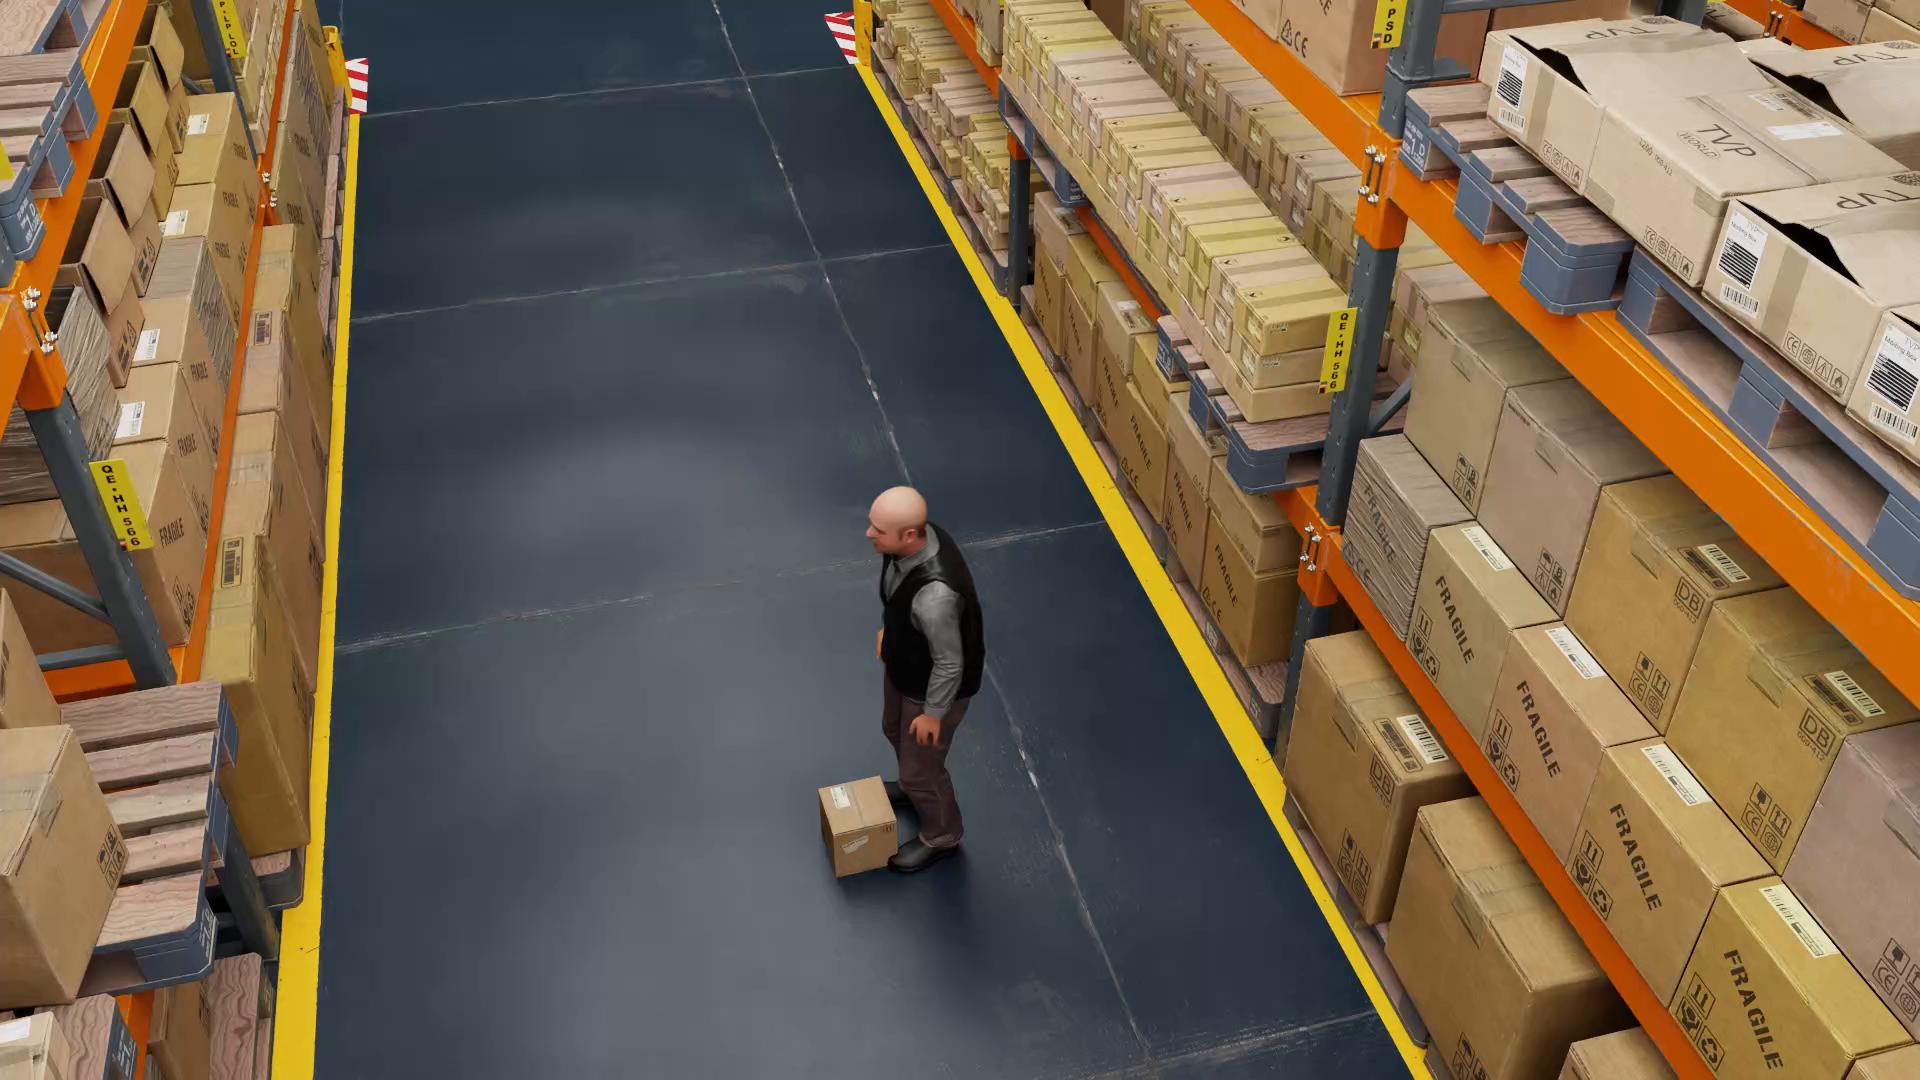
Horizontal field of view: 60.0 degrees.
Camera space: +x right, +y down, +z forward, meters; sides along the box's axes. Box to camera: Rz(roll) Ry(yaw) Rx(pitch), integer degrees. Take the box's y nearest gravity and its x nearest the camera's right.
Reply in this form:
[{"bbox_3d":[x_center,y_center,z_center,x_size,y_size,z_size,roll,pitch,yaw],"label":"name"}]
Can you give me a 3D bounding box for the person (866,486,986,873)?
[{"bbox_3d":[-0.127,0.491,6.104,0.410,1.721,0.589,-11,39,-13],"label":"person"}]
